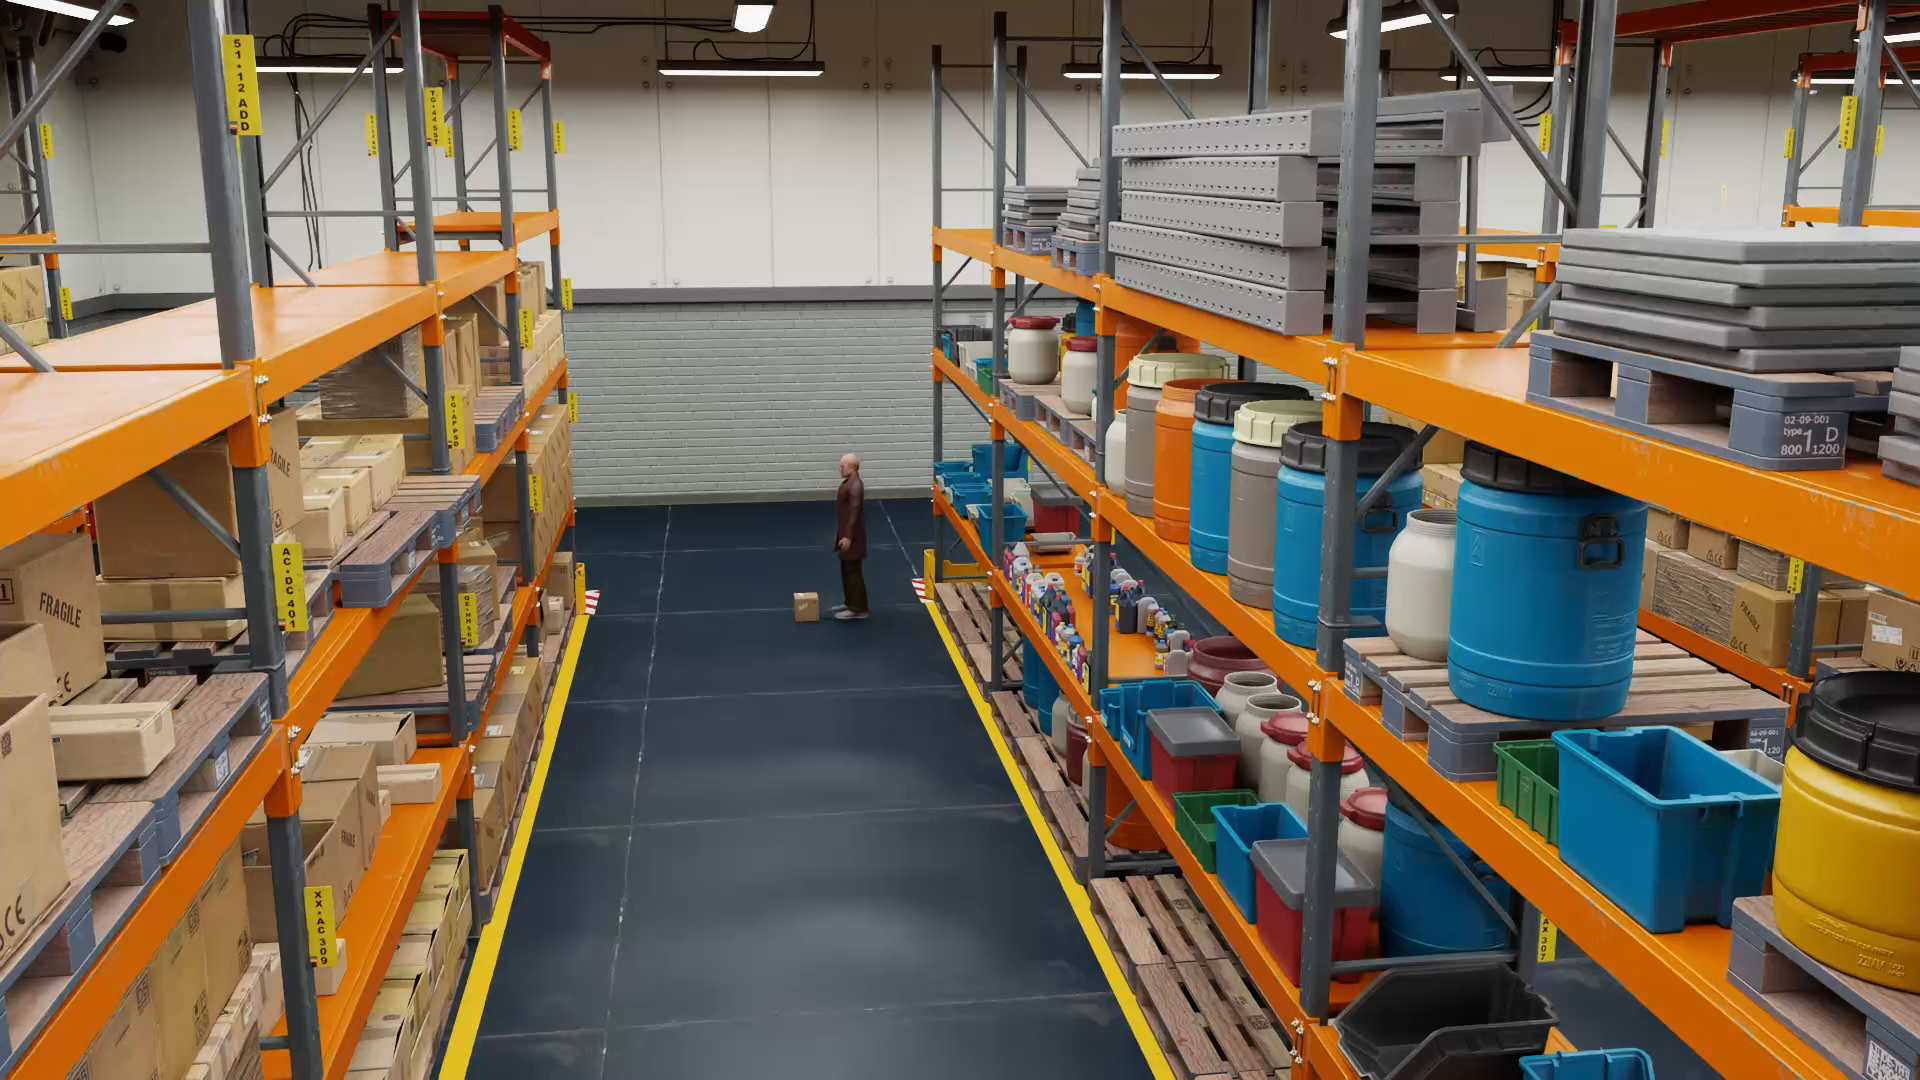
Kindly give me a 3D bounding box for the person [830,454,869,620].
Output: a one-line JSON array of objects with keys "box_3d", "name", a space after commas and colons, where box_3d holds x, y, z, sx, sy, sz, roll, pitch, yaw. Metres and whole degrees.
[{"box_3d": [-1.193, -0.037, 17.815, 0.410, 1.788, 0.565, -2, 13, -8], "name": "person"}]
